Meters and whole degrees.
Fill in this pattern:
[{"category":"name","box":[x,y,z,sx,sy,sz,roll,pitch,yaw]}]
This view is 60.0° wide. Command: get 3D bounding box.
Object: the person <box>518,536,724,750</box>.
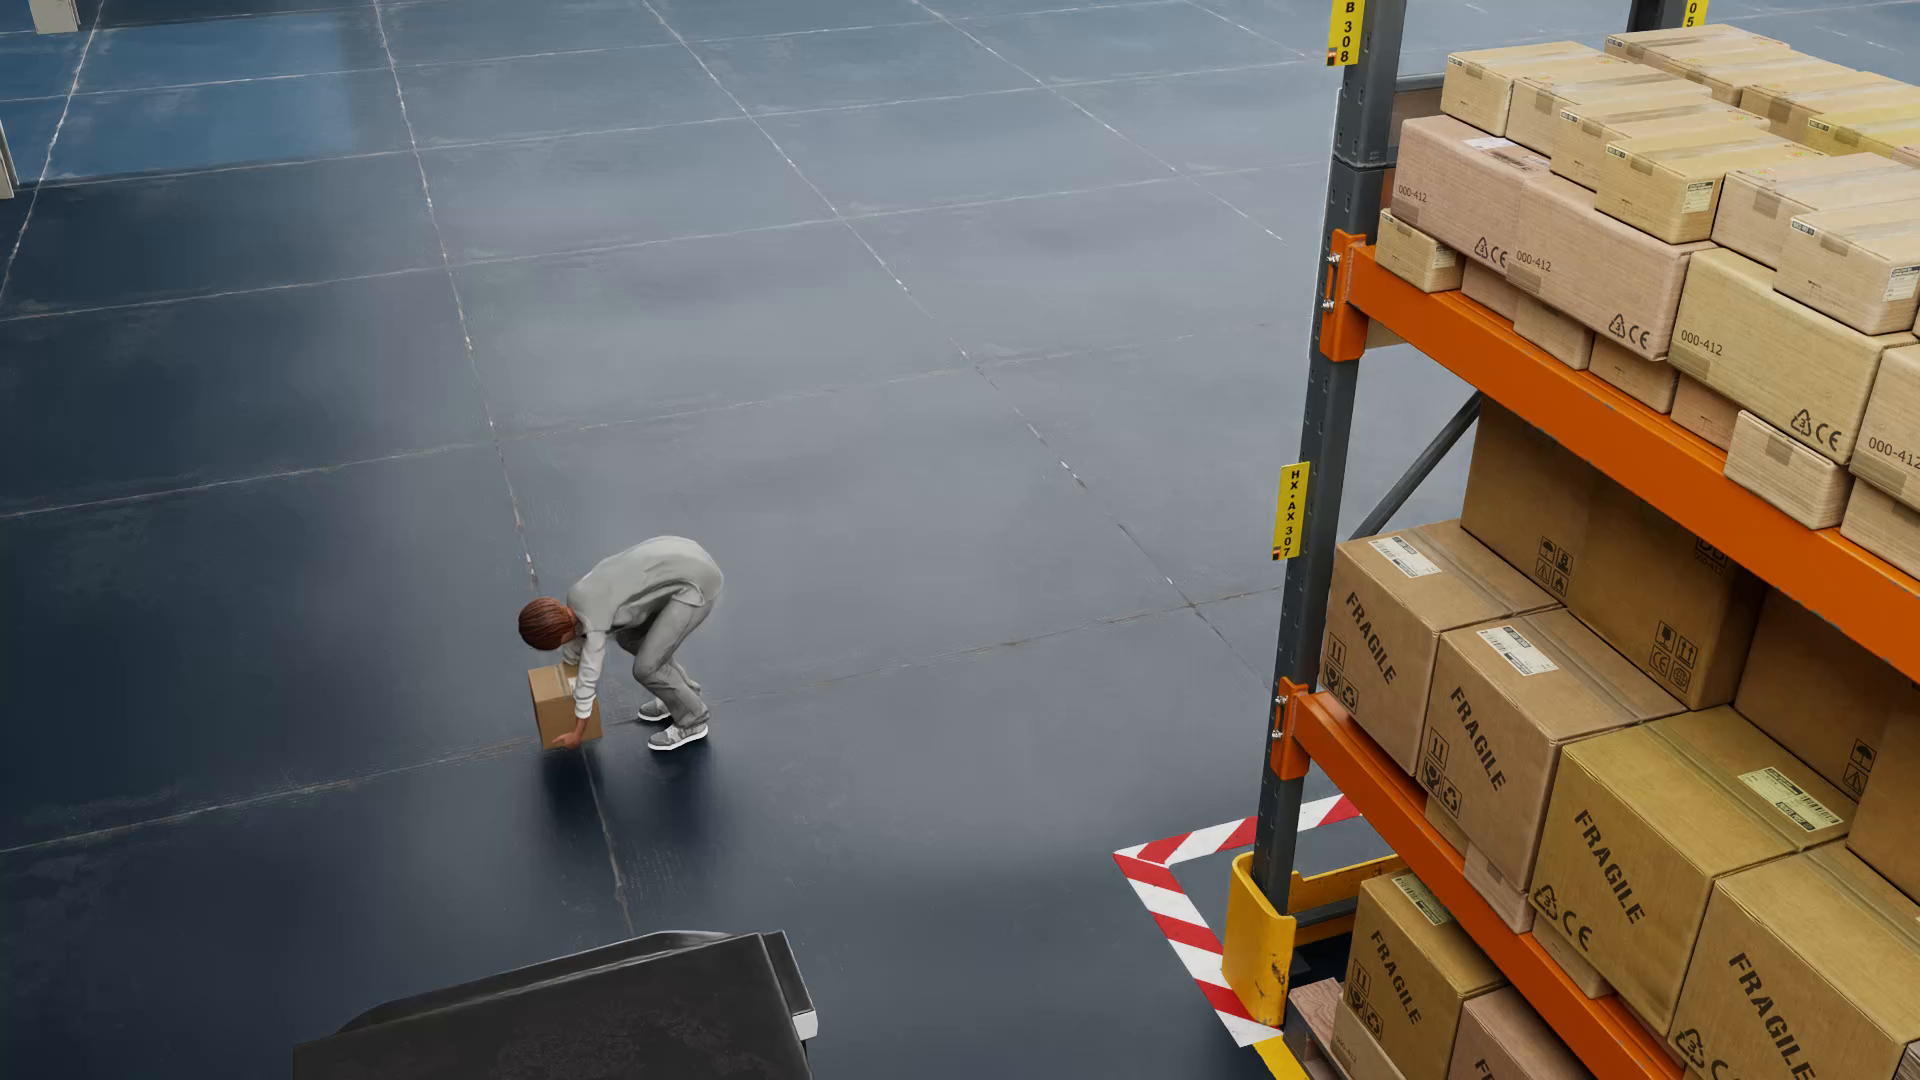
[{"category":"person","box":[-1.405,0.458,7.024,0.861,0.923,0.417,-12,32,-20]}]
